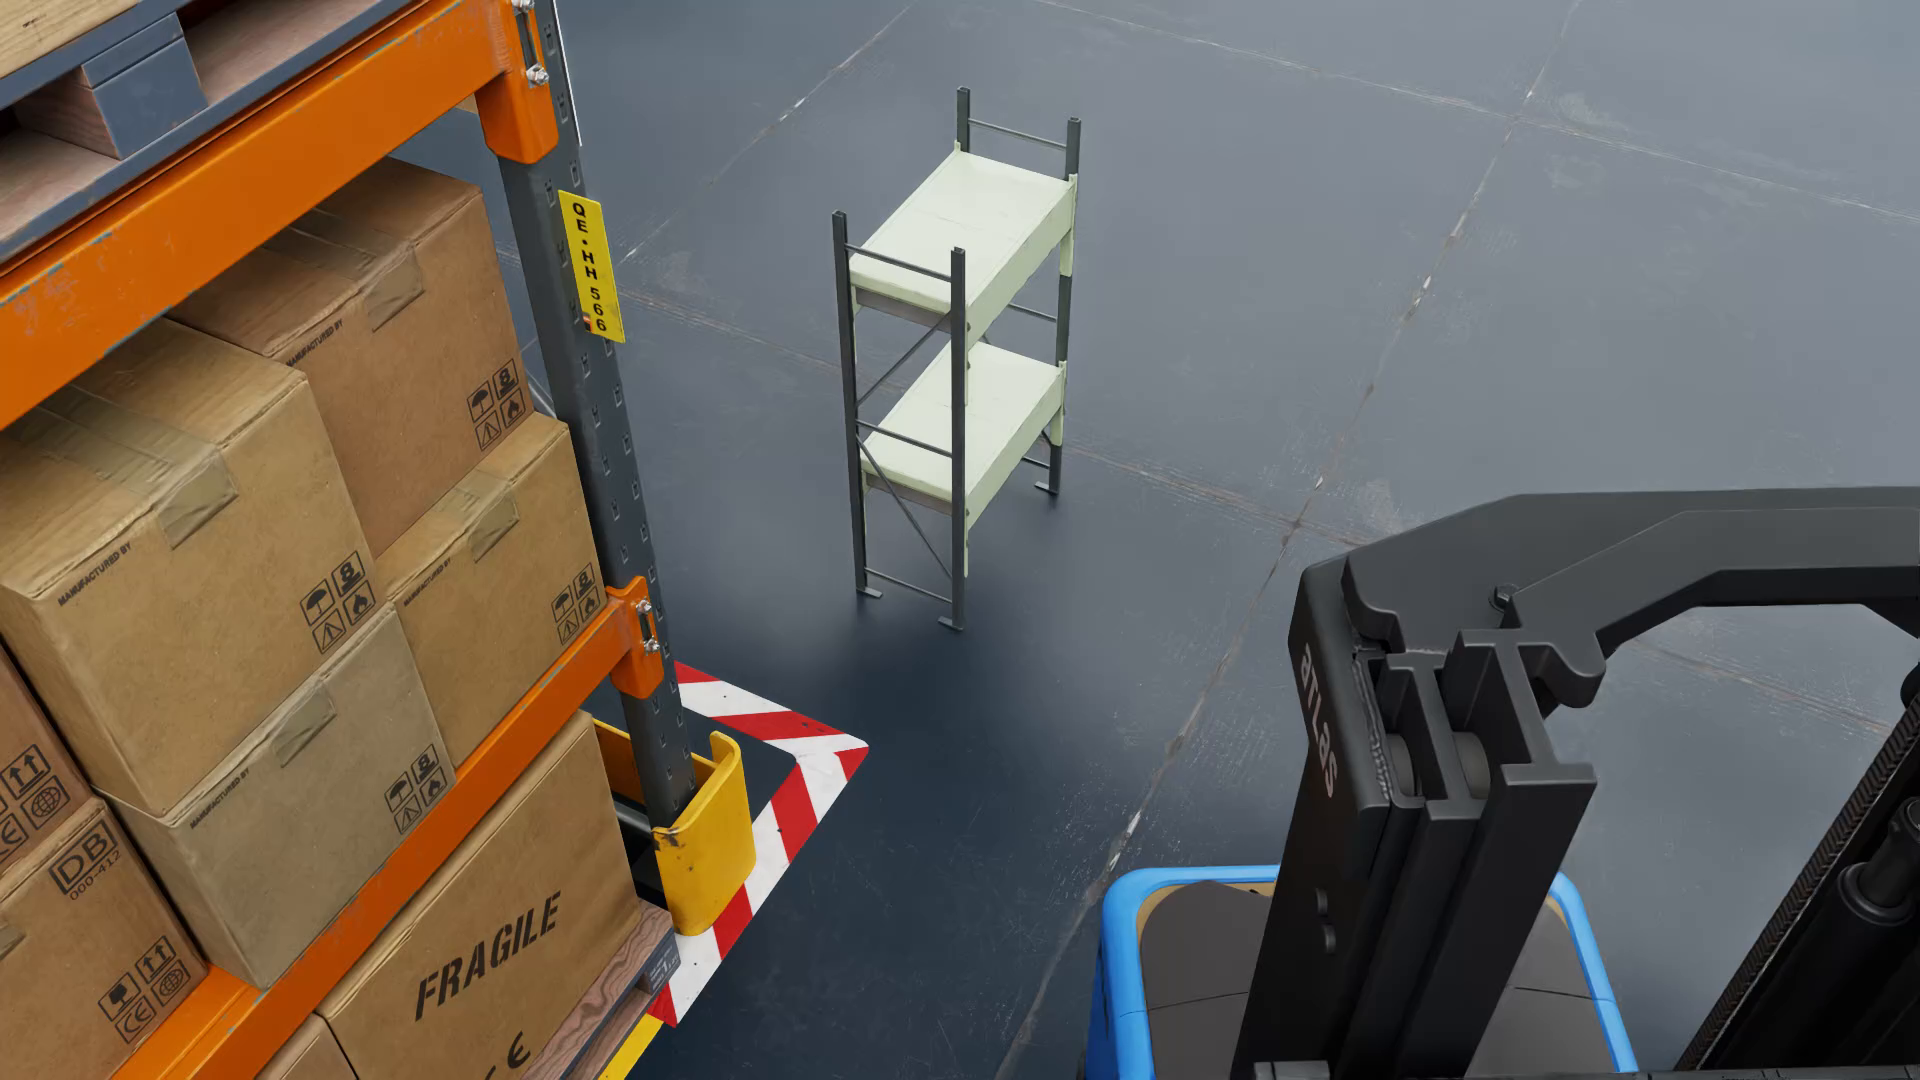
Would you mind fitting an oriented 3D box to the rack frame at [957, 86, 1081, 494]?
[{"bbox_3d":[0.173,-0.762,5.449,0.400,1.500,0.023,20,49,19],"label":"rack frame"}]

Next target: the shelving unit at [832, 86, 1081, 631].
[{"bbox_3d":[0.003,-0.531,5.221,0.431,1.500,0.755,20,49,19],"label":"shelving unit"}]

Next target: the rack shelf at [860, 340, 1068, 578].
[{"bbox_3d":[0.003,-0.302,5.453,0.431,0.370,0.720,20,49,19],"label":"rack shelf"}]

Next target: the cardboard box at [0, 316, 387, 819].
[{"bbox_3d":[-1.557,-0.049,2.825,0.875,0.550,0.550,20,49,19],"label":"cardboard box"}]

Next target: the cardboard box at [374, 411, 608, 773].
[{"bbox_3d":[-1.309,-0.019,3.554,0.875,0.550,0.550,20,49,19],"label":"cardboard box"}]

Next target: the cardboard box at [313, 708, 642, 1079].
[{"bbox_3d":[-1.433,0.834,4.016,0.875,0.875,0.875,21,49,19],"label":"cardboard box"}]

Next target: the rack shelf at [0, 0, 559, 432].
[{"bbox_3d":[-2.106,0.244,1.797,1.077,0.370,4.000,20,49,19],"label":"rack shelf"}]

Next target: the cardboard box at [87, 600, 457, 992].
[{"bbox_3d":[-1.545,0.335,3.204,0.875,0.550,0.550,20,49,19],"label":"cardboard box"}]

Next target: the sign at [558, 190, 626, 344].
[{"bbox_3d":[-0.703,-0.517,3.171,0.100,0.325,0.005,20,49,19],"label":"sign"}]

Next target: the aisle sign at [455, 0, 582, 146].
[{"bbox_3d":[-0.879,-1.074,2.875,0.394,0.787,0.004,20,49,19],"label":"aisle sign"}]

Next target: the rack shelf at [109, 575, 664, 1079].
[{"bbox_3d":[-2.106,1.298,2.864,1.077,0.370,4.000,20,49,19],"label":"rack shelf"}]

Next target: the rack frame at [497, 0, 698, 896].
[{"bbox_3d":[-1.177,-0.215,3.853,1.000,3.000,0.127,20,49,19],"label":"rack frame"}]

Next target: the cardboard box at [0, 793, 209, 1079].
[{"bbox_3d":[-1.916,0.646,2.897,0.875,0.550,0.550,20,49,19],"label":"cardboard box"}]

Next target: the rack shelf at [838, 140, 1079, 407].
[{"bbox_3d":[0.003,-0.806,4.943,0.431,0.370,0.720,20,49,19],"label":"rack shelf"}]

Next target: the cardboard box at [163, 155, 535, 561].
[{"bbox_3d":[-1.384,-0.426,3.197,0.875,0.550,0.550,20,49,19],"label":"cardboard box"}]

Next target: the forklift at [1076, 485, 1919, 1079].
[{"bbox_3d":[0.852,1.468,2.239,1.130,2.935,3.031,-1,45,-1],"label":"forklift"}]

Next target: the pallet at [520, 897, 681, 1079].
[{"bbox_3d":[-1.479,1.295,4.322,1.003,0.211,1.213,20,49,19],"label":"pallet"}]

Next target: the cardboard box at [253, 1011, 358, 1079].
[{"bbox_3d":[-1.840,1.389,3.467,0.875,0.875,0.875,20,49,18],"label":"cardboard box"}]

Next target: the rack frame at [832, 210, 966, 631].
[{"bbox_3d":[-0.167,-0.301,4.993,0.400,1.500,0.023,20,49,19],"label":"rack frame"}]

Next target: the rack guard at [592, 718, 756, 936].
[{"bbox_3d":[-1.166,0.649,4.757,1.175,0.500,0.348,20,49,19],"label":"rack guard"}]

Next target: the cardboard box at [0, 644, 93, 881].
[{"bbox_3d":[-1.938,0.259,2.521,0.875,0.550,0.550,20,49,19],"label":"cardboard box"}]
